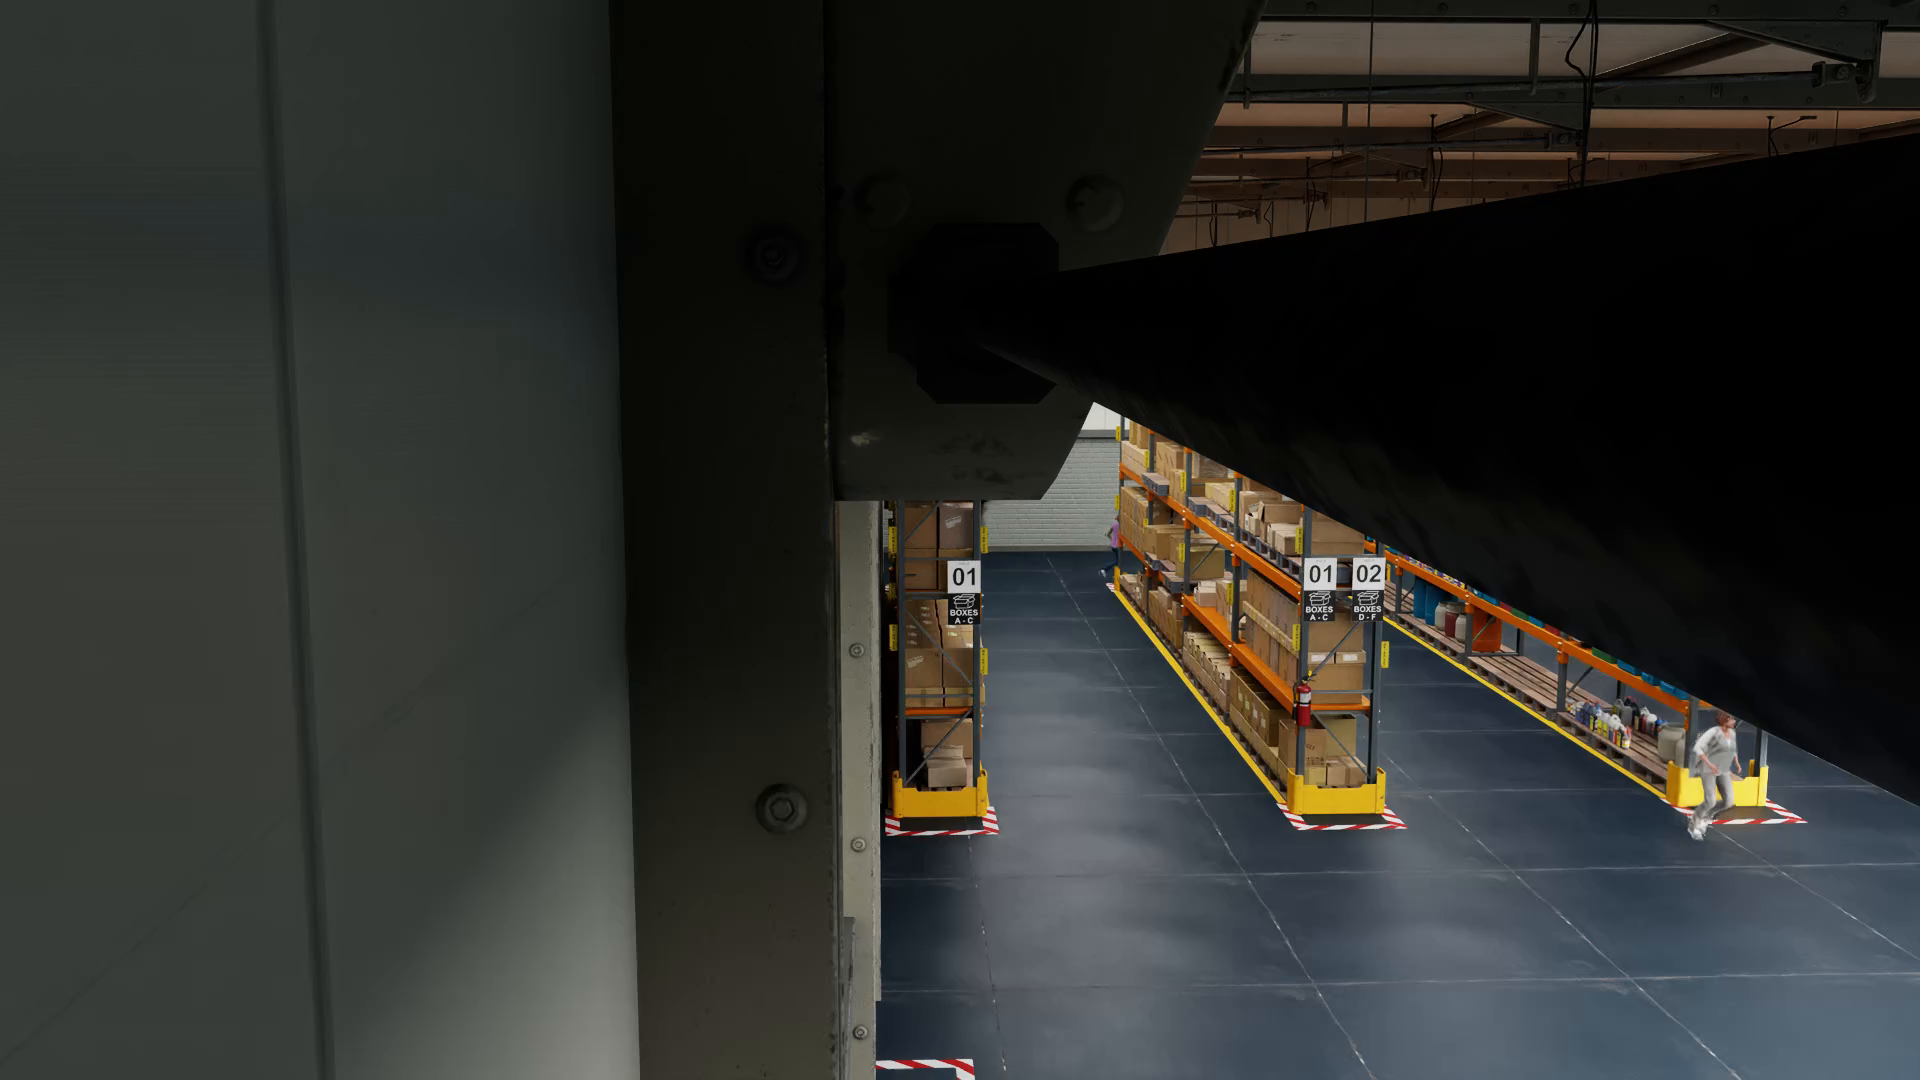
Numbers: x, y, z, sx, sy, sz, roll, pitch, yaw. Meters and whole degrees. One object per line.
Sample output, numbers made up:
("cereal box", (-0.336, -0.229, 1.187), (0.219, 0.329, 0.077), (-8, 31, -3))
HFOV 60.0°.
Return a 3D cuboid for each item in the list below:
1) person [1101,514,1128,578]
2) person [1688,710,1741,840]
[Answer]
("person", (3.472, 0.188, 37.427), (0.646, 1.576, 0.545), (-4, 9, -27))
("person", (8.971, 2.777, 19.646), (0.627, 1.544, 0.454), (-3, 9, -21))
